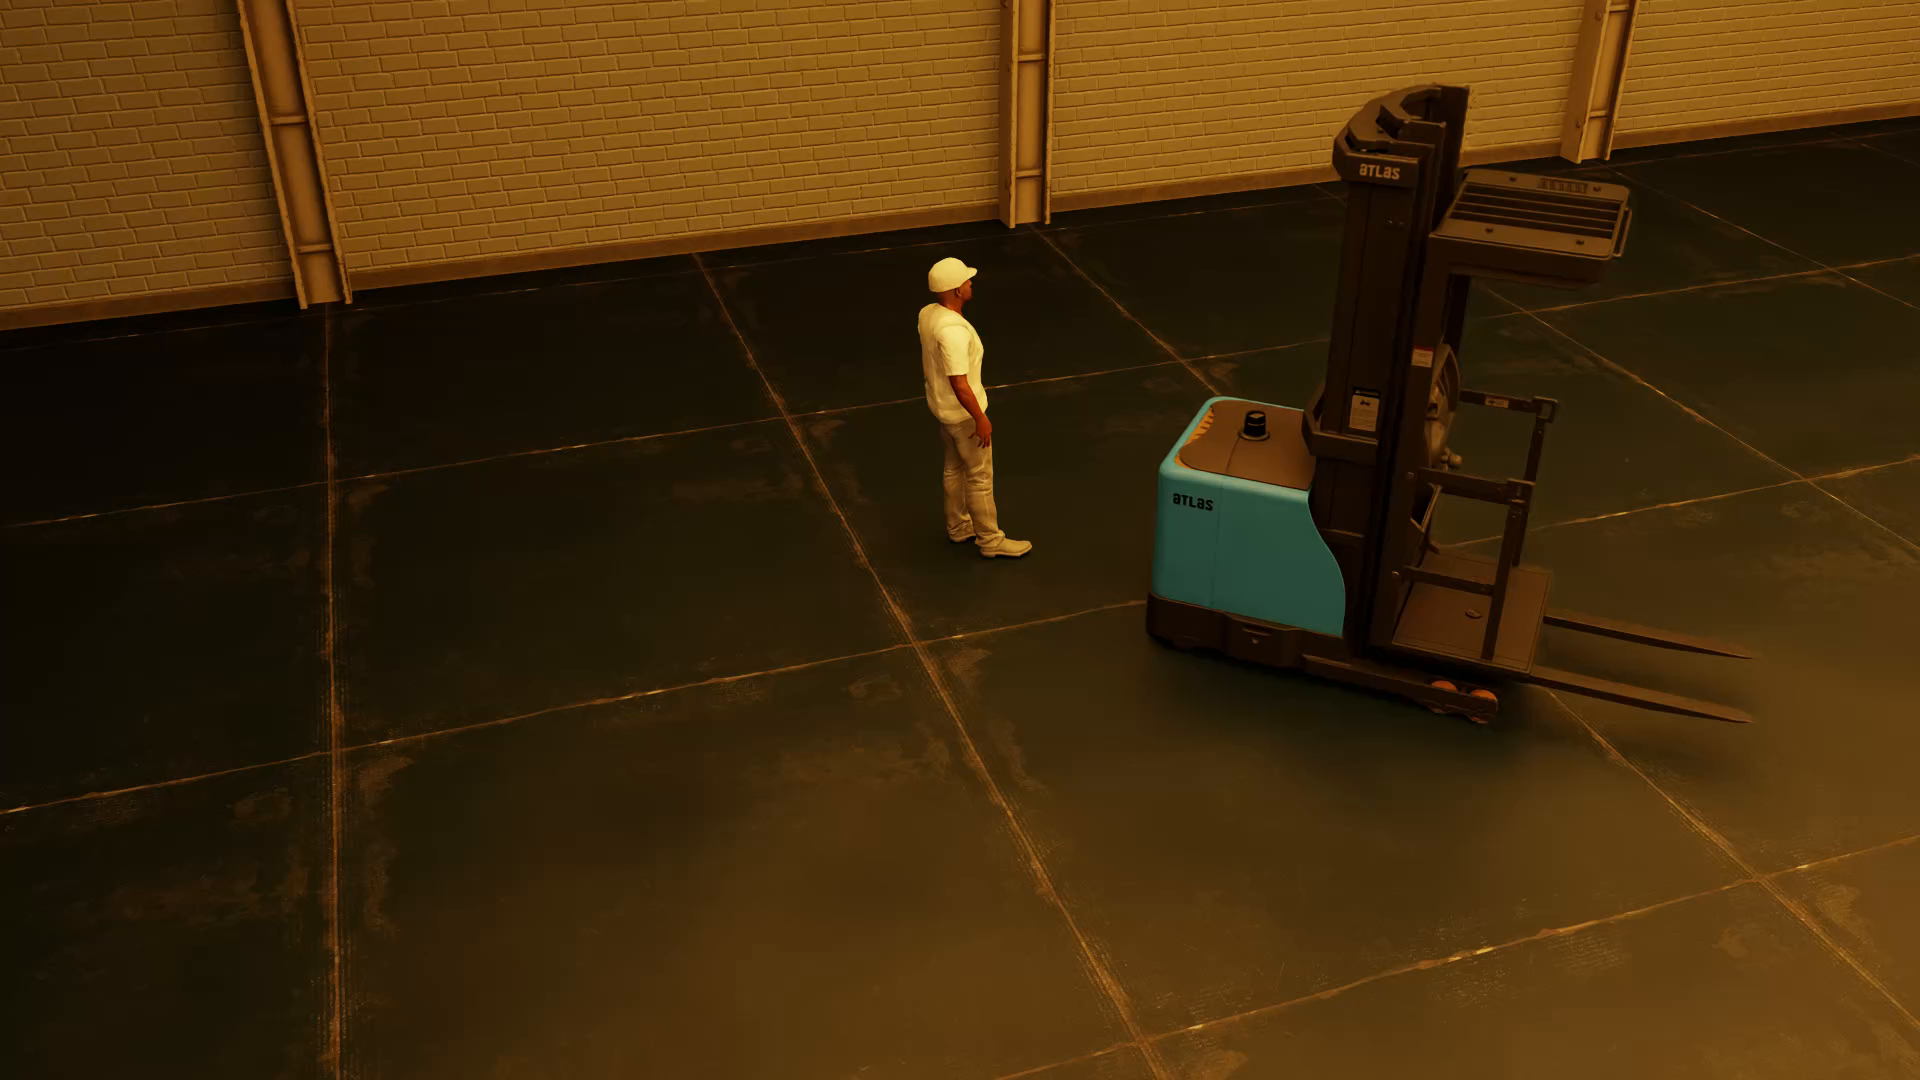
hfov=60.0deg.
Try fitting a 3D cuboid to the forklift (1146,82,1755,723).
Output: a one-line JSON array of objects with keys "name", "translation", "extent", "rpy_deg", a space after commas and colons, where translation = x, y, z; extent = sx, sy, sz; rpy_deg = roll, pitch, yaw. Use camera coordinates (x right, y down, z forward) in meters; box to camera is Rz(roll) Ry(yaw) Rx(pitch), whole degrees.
[{"name": "forklift", "translation": [2.577, -0.648, 8.212], "extent": [3.031, 2.935, 1.130], "rpy_deg": [12, 32, 20]}]

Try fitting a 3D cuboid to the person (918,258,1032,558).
[{"name": "person", "translation": [0.068, -0.780, 9.596], "extent": [0.576, 1.766, 0.665], "rpy_deg": [-10, 31, -16]}]
